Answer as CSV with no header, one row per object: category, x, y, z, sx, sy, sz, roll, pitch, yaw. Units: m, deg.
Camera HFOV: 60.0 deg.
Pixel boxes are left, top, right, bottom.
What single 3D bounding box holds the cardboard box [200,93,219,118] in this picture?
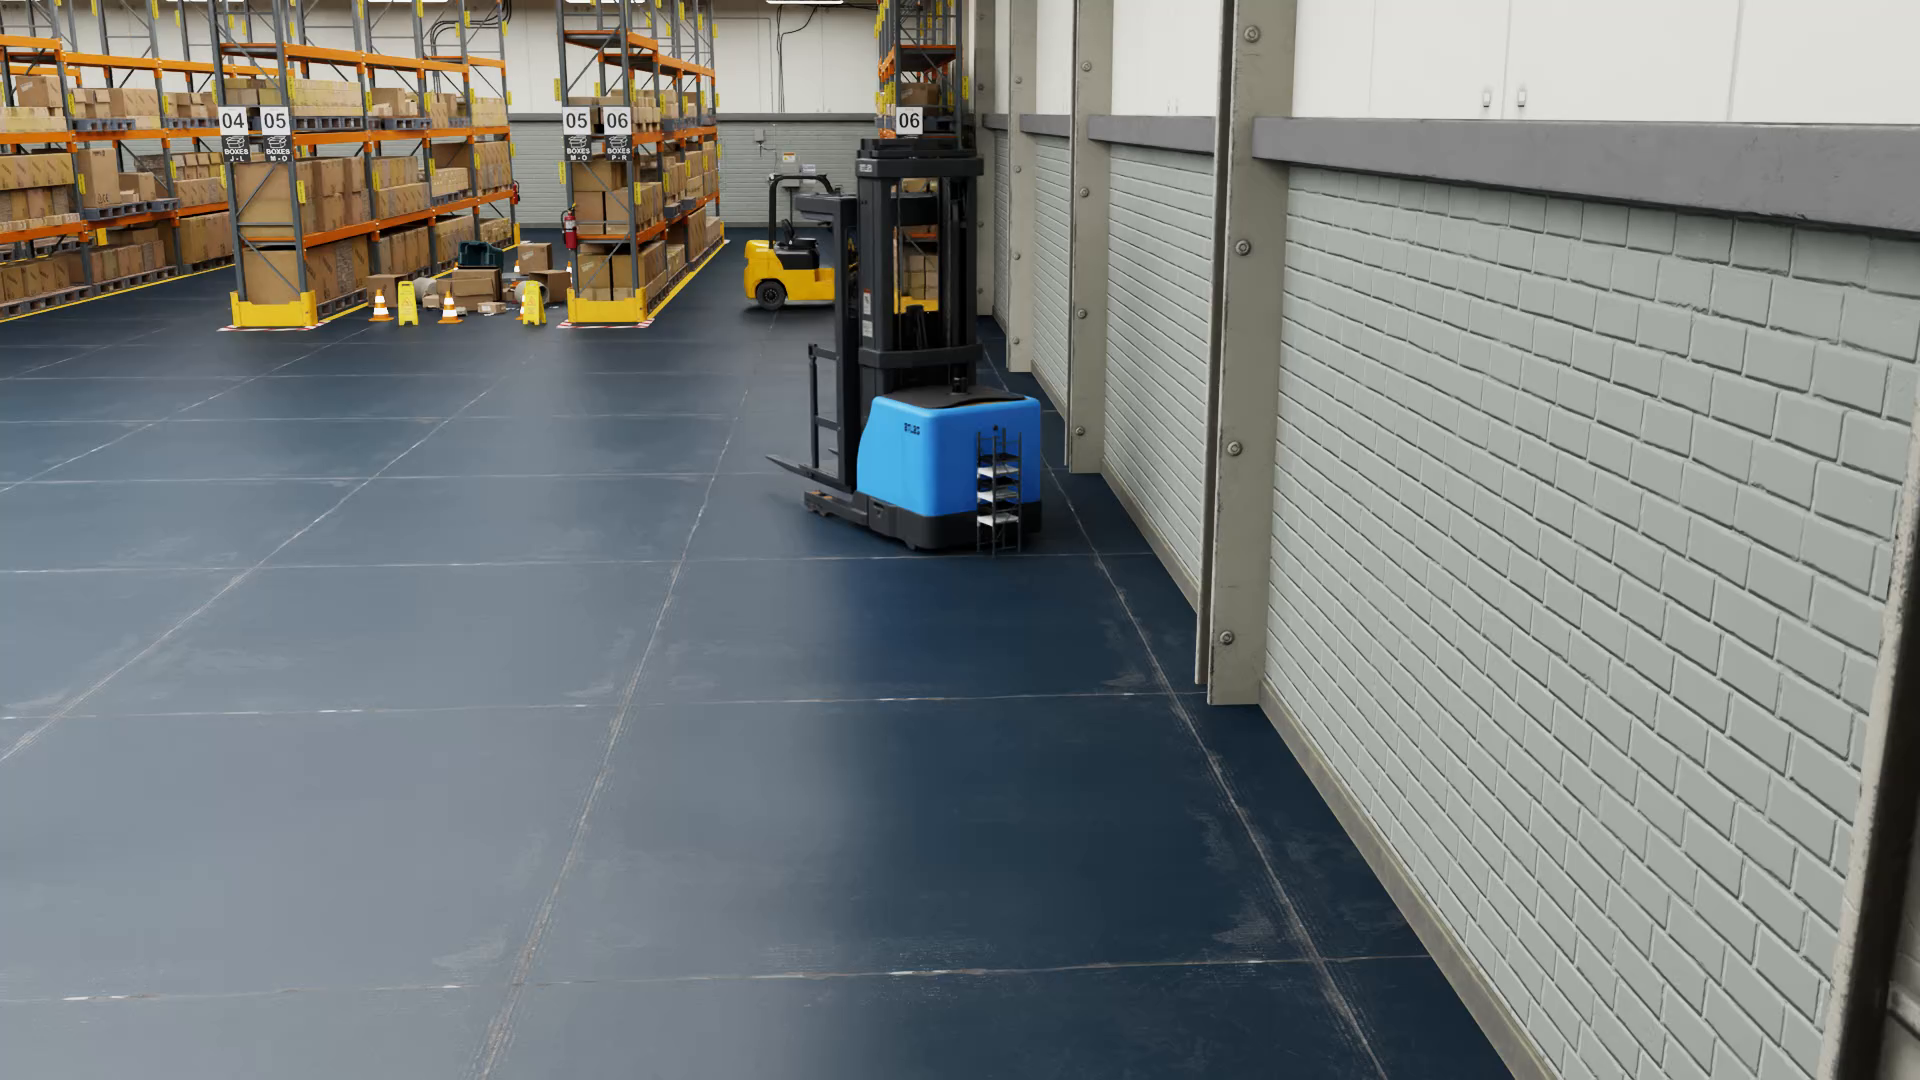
cardboard box,-16.018,-9.212,35.245,0.700,0.500,0.500,-1,14,-2

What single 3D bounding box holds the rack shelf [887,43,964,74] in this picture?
rack shelf,-0.599,-7.758,26.866,1.077,0.370,4.000,-1,14,-3

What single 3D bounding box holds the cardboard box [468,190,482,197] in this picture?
cardboard box,-10.798,-7.656,36.768,0.380,0.149,0.250,0,14,-1

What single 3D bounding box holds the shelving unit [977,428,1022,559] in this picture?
shelving unit,0.284,-0.339,12.040,0.258,0.900,0.210,-9,17,-31

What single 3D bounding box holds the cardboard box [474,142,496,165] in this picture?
cardboard box,-10.970,-8.877,38.205,0.500,0.500,0.500,-1,14,-5

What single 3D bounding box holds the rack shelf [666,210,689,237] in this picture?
rack shelf,-5.801,-5.964,31.128,1.077,0.370,4.000,-1,14,-3

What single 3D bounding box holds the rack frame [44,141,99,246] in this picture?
rack frame,-21.255,-8.570,39.813,1.000,3.000,0.127,-1,14,-3

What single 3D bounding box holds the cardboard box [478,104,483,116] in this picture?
cardboard box,-10.923,-9.572,36.988,0.500,0.250,0.500,-1,14,-4

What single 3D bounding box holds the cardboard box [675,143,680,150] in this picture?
cardboard box,-6.417,-8.790,37.160,0.380,0.149,0.250,-1,14,-2

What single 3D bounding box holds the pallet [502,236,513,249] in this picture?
pallet,-11.335,-7.125,39.797,1.003,0.211,1.213,-1,14,-3

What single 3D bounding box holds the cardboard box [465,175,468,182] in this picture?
cardboard box,-10.885,-7.832,36.013,0.380,0.149,0.250,0,14,-2

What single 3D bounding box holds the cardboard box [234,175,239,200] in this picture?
cardboard box,-15.762,-7.587,35.795,0.500,0.500,0.500,-1,14,-3

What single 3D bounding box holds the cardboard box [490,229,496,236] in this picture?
cardboard box,-10.926,-7.086,38.328,0.380,0.149,0.250,-1,14,-4

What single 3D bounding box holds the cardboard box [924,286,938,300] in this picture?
cardboard box,-0.311,-3.894,26.317,0.500,0.250,0.500,-1,14,-3

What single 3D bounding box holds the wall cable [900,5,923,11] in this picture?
wall cable,-0.539,-15.899,45.098,2.988,3.039,0.133,-1,14,-3

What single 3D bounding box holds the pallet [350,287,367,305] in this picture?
pallet,-10.642,-4.172,28.318,1.003,0.211,1.213,-1,14,-3

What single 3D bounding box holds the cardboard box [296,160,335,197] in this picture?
cardboard box,-10.373,-5.683,26.128,0.875,0.550,0.550,-1,14,-3

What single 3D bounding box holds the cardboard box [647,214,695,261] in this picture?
cardboard box,-5.885,-6.157,33.857,0.875,0.875,0.875,-1,14,-4

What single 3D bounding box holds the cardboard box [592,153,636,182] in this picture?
cardboard box,-5.856,-6.251,27.998,0.700,0.500,0.500,-1,14,-3

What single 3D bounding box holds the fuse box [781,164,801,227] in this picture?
fuse box,-4.688,-9.573,46.299,0.539,1.711,0.414,-1,14,-3

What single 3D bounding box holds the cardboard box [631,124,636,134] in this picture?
cardboard box,-5.126,-6.238,25.237,0.380,0.149,0.250,-1,14,-3

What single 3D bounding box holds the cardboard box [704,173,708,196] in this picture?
cardboard box,-5.940,-7.973,37.295,0.500,0.500,0.500,0,14,-2

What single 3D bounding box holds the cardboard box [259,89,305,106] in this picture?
cardboard box,-10.137,-6.618,24.869,0.500,0.250,0.500,-1,14,-4

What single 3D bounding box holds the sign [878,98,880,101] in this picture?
sign,-1.760,-9.574,36.661,0.100,0.325,0.005,-1,14,-3

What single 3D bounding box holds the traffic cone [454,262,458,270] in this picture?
traffic cone,-9.187,-4.841,30.414,0.336,0.463,0.334,-1,14,-3

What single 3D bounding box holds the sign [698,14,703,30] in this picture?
sign,-5.632,-11.212,36.008,0.100,0.325,0.005,-1,14,-3

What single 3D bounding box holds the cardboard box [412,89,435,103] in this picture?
cardboard box,-10.641,-8.813,33.001,0.396,0.266,0.258,-1,14,-3

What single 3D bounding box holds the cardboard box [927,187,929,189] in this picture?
cardboard box,-0.351,-5.795,27.529,0.380,0.149,0.250,-1,14,-5

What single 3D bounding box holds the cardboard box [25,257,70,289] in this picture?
cardboard box,-15.583,-4.554,28.381,0.500,0.500,0.500,-1,14,-5

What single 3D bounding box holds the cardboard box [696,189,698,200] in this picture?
cardboard box,-5.851,-7.371,35.457,0.500,0.250,0.500,-1,14,-5

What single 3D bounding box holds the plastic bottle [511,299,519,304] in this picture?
plastic bottle,-7.469,-4.042,28.112,0.133,0.061,0.283,2,15,6

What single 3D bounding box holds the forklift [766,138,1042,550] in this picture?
forklift,-0.600,-1.663,13.108,1.130,2.935,3.031,-9,17,-31

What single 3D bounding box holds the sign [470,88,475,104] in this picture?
sign,-10.553,-9.606,35.993,0.100,0.325,0.005,-1,14,-3

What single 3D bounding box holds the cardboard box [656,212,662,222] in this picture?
cardboard box,-5.331,-5.556,28.604,0.380,0.149,0.250,-1,14,-2

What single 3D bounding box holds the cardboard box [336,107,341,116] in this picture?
cardboard box,-10.189,-6.893,26.739,0.380,0.149,0.250,-1,14,-4

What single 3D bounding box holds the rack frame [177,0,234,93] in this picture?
rack frame,-16.064,-10.557,35.496,1.000,3.000,0.127,-1,14,-3

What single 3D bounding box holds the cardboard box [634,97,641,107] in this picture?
cardboard box,-5.174,-6.818,25.888,0.380,0.149,0.250,-1,14,-4

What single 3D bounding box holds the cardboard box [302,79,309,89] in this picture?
cardboard box,-10.097,-6.901,25.169,0.380,0.149,0.250,-1,14,-4

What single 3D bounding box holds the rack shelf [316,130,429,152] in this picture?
rack shelf,-10.735,-7.315,30.360,1.077,0.370,4.000,-1,14,-3

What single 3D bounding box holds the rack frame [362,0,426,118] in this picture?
rack frame,-10.859,-9.613,31.830,1.000,3.000,0.127,-1,14,-3

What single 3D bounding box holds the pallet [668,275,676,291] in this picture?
pallet,-5.727,-4.658,30.205,1.003,0.211,1.213,-1,14,-3

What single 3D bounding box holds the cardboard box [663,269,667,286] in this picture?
cardboard box,-5.372,-4.543,28.840,0.500,0.250,0.500,0,14,-1

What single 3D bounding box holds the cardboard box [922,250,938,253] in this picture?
cardboard box,-0.351,-4.500,26.665,0.500,0.250,0.500,-1,14,-3

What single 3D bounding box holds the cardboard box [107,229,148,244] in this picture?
cardboard box,-15.701,-5.724,31.382,0.500,0.250,0.500,1,14,3

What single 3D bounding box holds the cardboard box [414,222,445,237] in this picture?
cardboard box,-10.660,-6.239,33.424,0.500,0.250,0.500,-2,15,-6

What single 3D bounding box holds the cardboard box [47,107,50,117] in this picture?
cardboard box,-15.334,-7.090,27.545,0.380,0.149,0.250,-1,14,-3

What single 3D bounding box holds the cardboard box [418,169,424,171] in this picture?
cardboard box,-11.476,-7.709,34.934,0.380,0.149,0.250,-1,14,-4

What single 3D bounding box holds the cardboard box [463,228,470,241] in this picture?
cardboard box,-10.778,-6.388,35.506,0.500,0.500,0.500,-1,14,-5

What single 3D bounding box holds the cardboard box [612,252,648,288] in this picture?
cardboard box,-5.205,-4.265,26.255,0.500,0.500,0.500,-1,14,-5

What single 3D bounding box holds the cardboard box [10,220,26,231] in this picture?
cardboard box,-15.096,-4.994,26.421,0.380,0.149,0.250,-1,14,-3

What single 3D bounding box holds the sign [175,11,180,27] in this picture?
sign,-16.619,-11.083,35.350,0.100,0.325,0.005,-1,14,-3

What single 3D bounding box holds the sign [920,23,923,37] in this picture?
sign,-0.911,-12.314,40.136,0.100,0.325,0.005,-1,14,-3

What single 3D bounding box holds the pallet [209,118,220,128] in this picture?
pallet,-15.958,-8.784,35.010,0.805,0.209,1.217,-1,15,-6

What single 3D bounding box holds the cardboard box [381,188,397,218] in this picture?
cardboard box,-10.407,-6.022,29.711,0.500,0.500,0.500,-1,14,-3
